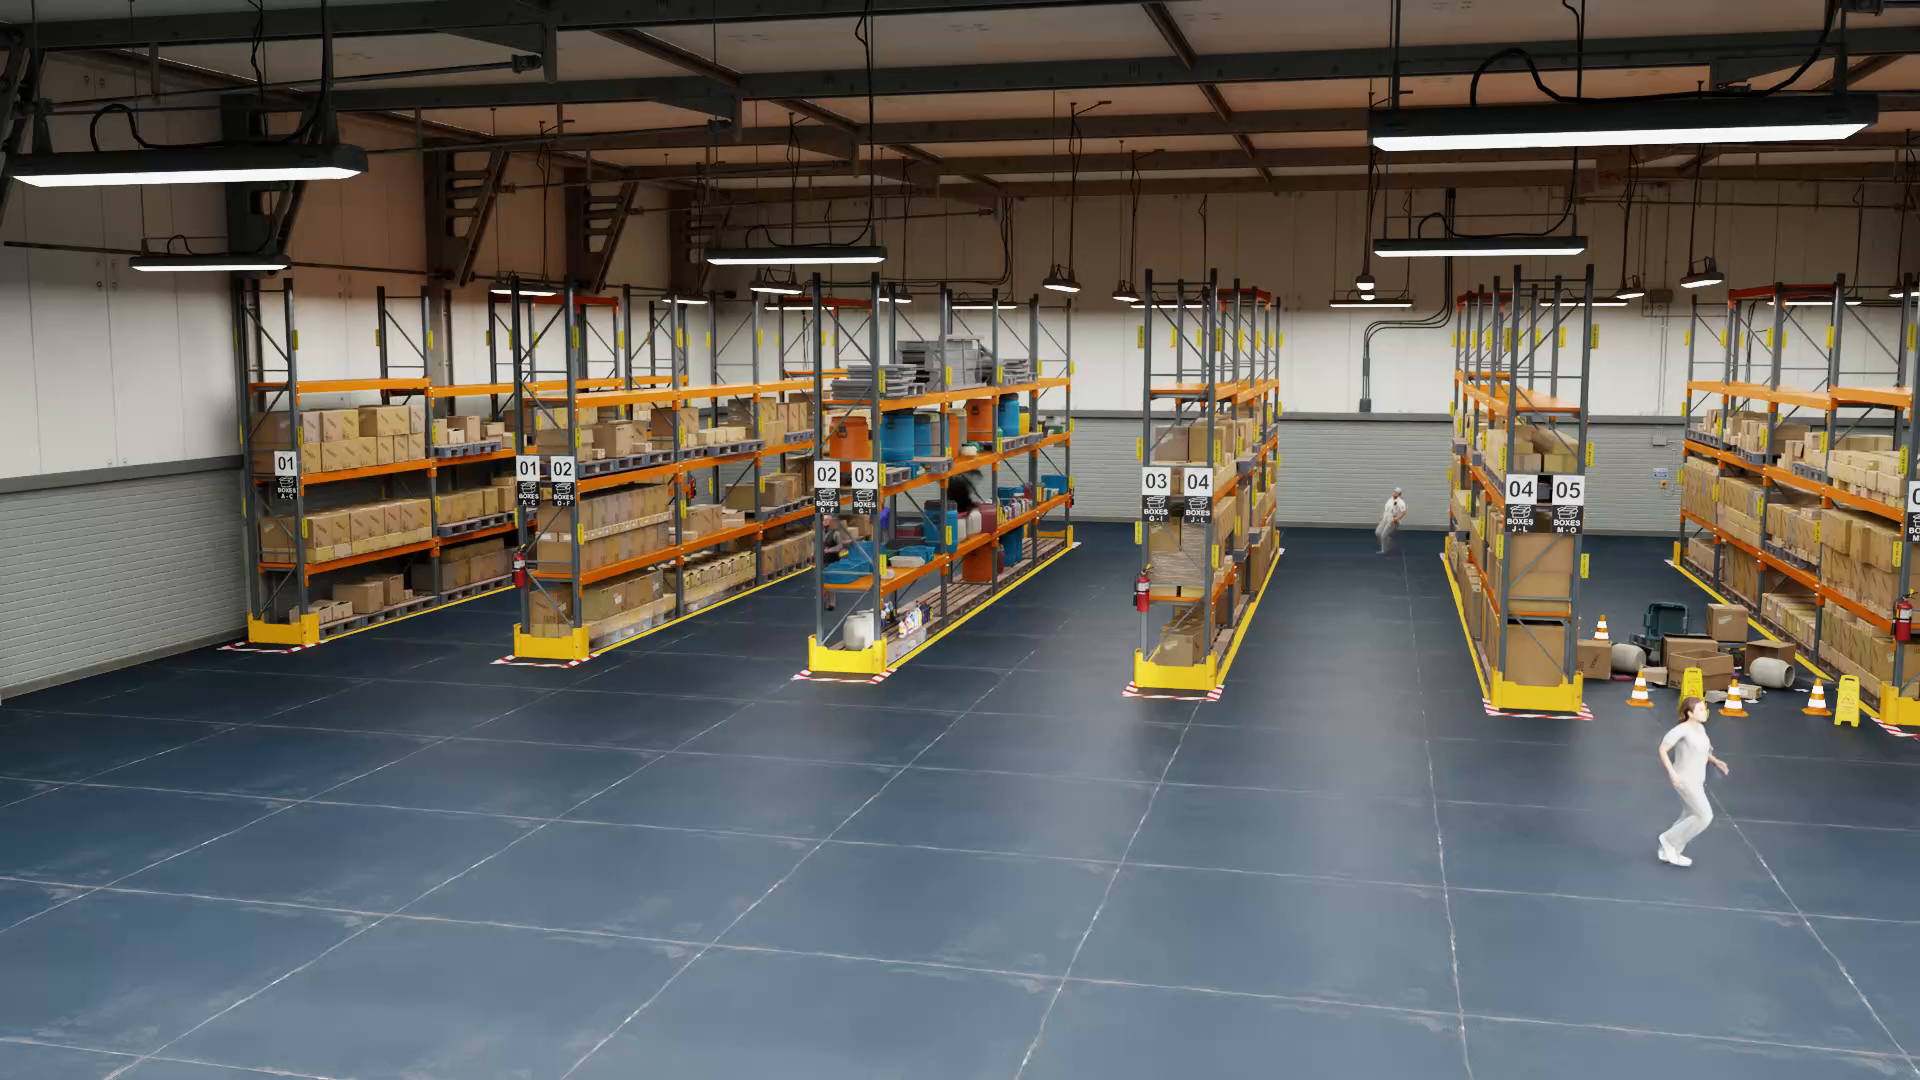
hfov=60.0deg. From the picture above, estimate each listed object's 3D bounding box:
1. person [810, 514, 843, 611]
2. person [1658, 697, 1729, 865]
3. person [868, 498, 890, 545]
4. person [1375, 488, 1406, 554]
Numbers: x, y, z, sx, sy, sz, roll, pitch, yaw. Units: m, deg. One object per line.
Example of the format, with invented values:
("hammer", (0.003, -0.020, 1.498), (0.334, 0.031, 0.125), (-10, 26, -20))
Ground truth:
("person", (-2.329, 0.440, 28.732), (0.639, 1.762, 0.666), (1, 7, 8))
("person", (6.971, 2.300, 15.806), (0.573, 1.636, 0.569), (-7, 9, -43))
("person", (-1.690, -0.091, 35.755), (0.556, 1.701, 0.714), (1, 7, 6))
("person", (10.038, -0.440, 38.856), (0.501, 1.577, 0.688), (-3, 7, -24))
